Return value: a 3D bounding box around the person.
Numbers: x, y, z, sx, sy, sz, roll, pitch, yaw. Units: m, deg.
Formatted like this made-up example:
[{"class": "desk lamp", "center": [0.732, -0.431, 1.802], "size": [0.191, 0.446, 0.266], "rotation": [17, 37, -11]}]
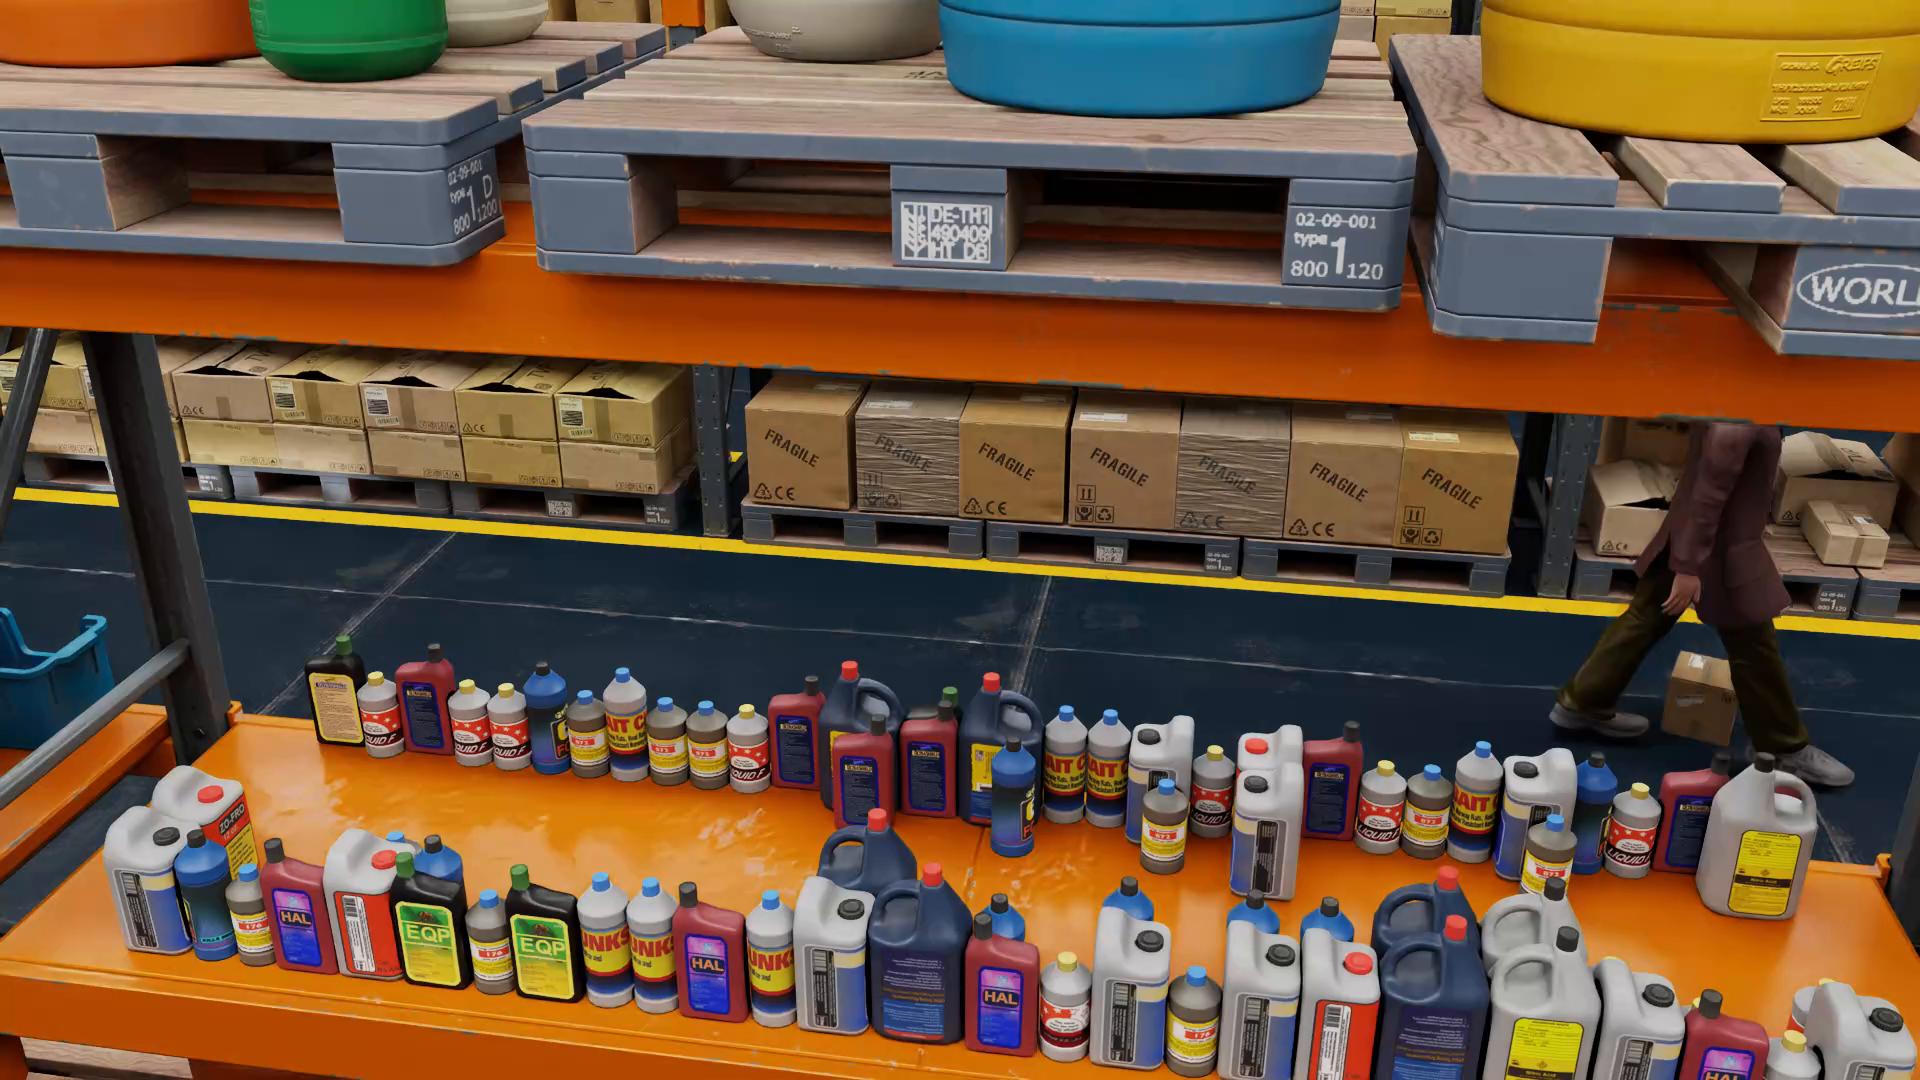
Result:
[{"class": "person", "center": [2.826, 0.012, 6.066], "size": [1.054, 1.731, 0.627], "rotation": [3, 25, 7]}]
